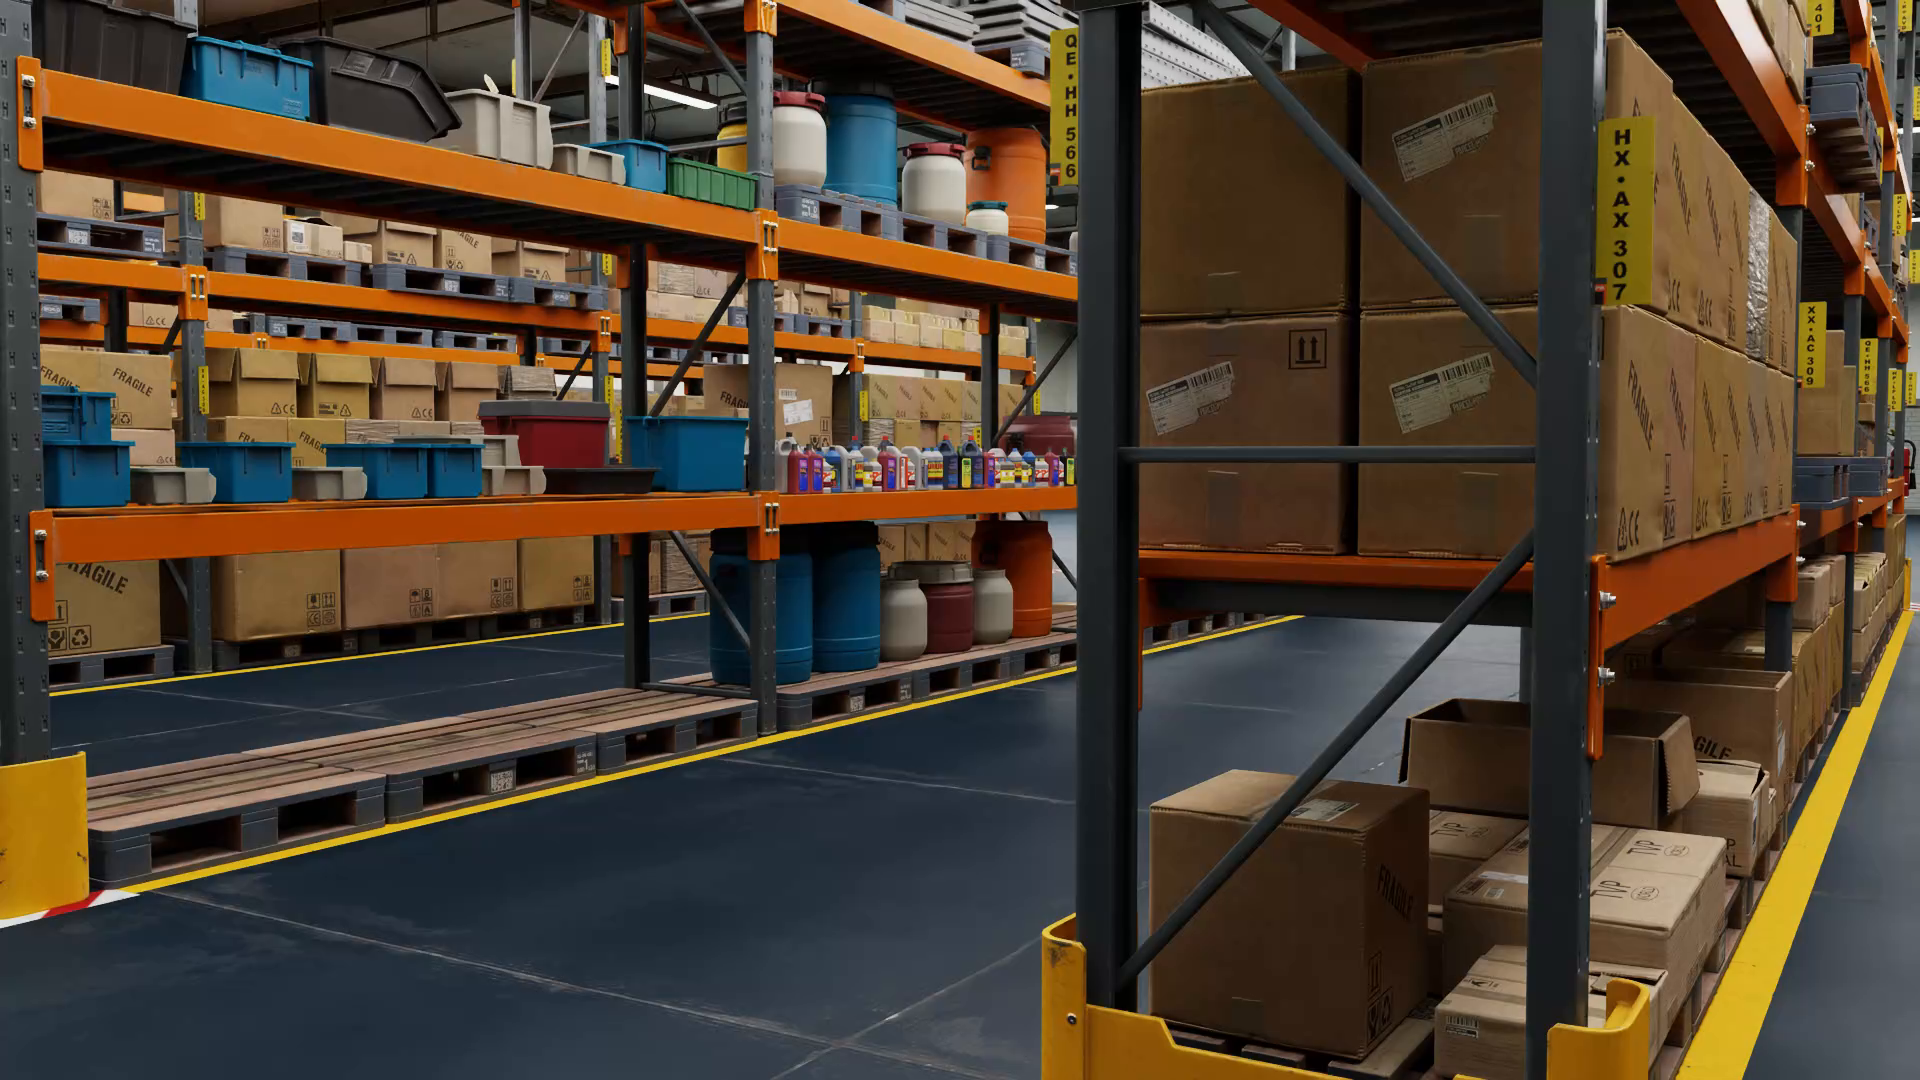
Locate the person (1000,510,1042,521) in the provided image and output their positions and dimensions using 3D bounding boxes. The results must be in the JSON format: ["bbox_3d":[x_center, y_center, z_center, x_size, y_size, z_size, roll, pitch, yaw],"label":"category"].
[{"bbox_3d":[0.557,-0.090,14.604,0.453,1.775,0.618,1,3,24],"label":"person"}]
